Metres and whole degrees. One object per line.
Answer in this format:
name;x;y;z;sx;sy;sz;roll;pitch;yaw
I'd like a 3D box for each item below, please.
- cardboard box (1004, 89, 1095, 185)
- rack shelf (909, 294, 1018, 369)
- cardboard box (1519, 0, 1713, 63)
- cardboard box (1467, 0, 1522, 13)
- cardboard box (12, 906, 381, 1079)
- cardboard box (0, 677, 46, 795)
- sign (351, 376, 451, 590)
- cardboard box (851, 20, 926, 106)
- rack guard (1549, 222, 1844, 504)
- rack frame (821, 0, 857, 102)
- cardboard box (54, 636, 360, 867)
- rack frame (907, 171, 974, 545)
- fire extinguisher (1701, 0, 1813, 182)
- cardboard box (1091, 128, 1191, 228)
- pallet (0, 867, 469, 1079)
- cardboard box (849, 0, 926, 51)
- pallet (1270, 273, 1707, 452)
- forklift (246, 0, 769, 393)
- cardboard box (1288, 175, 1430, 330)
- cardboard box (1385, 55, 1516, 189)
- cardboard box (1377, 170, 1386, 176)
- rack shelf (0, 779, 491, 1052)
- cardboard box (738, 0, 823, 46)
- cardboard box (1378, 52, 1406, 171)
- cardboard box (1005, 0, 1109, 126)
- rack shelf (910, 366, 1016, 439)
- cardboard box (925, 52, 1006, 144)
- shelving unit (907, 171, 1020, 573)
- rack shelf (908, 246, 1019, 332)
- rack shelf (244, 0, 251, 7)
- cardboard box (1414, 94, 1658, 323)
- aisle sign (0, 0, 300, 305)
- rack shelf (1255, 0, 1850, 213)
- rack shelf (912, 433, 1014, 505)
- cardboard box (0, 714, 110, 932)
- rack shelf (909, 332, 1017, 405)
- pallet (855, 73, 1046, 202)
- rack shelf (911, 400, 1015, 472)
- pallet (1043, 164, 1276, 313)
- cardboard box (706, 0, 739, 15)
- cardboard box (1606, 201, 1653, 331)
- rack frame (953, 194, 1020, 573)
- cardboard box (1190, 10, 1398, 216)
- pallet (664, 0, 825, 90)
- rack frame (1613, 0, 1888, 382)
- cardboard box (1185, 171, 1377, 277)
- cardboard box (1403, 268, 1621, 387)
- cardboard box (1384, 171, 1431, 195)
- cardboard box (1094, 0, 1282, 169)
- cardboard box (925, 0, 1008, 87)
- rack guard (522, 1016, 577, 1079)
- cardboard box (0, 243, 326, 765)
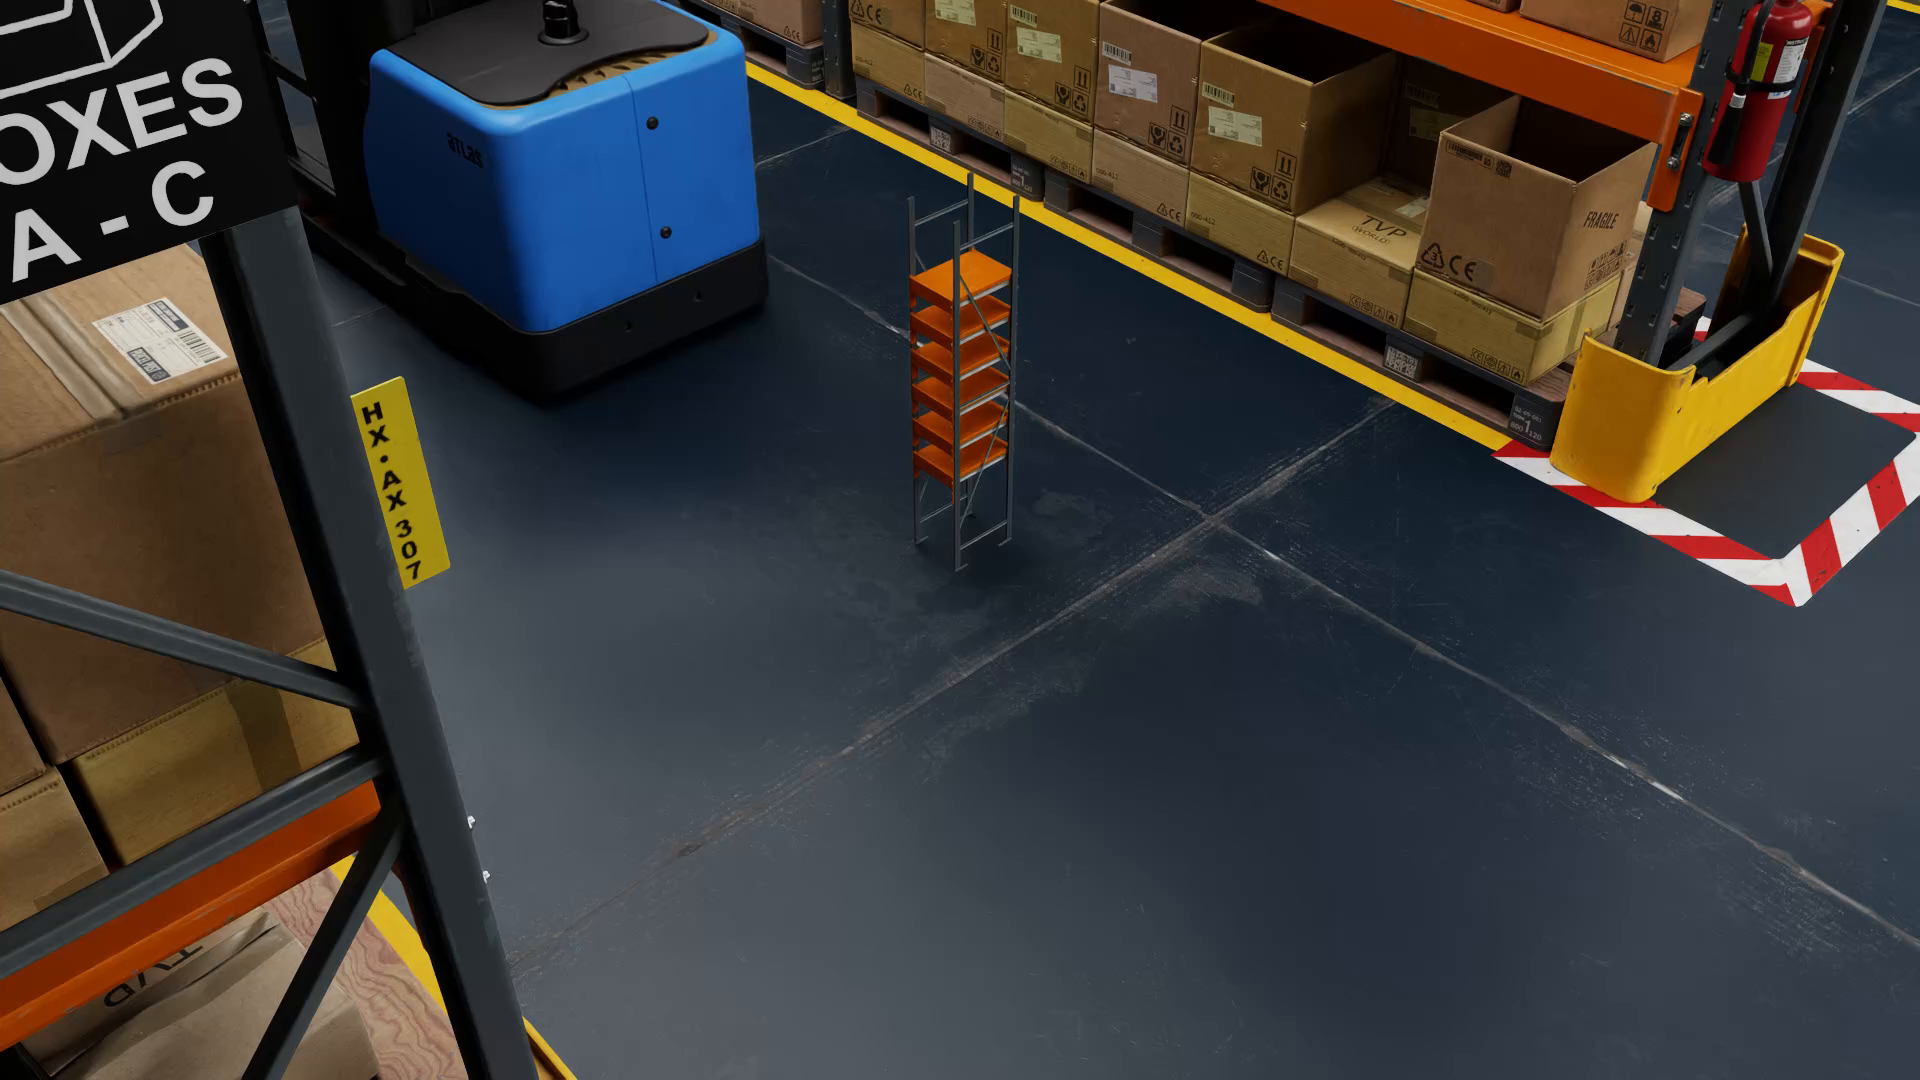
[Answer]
cardboard box;0.533;-1.741;6.873;0.500;0.250;0.500;-30;48;-32
rack shelf;0.010;-0.612;4.742;0.258;0.103;0.180;-30;48;-32
cardboard box;2.172;-1.867;5.095;0.700;0.500;0.500;-30;48;-32
cardboard box;1.814;-2.108;5.393;0.700;0.500;0.500;-29;47;-31
cardboard box;-1.569;1.016;3.394;0.500;0.311;0.500;29;47;31
cardboard box;-1.643;0.131;2.207;0.500;0.500;0.500;-31;48;-32
sign;-0.768;-0.067;2.257;0.100;0.325;0.005;-30;48;-32
cardboard box;-0.136;-2.208;7.451;0.500;0.250;0.500;-30;48;-32
rack guard;2.495;-0.623;5.624;1.175;0.500;0.348;-30;48;-32
rack frame;-0.227;-3.458;7.144;1.000;3.000;0.127;-30;48;-32
cardboard box;-1.264;0.190;2.731;0.500;0.250;0.500;-31;48;-33
rack frame;-0.052;-0.502;4.917;0.240;1.200;0.006;-30;48;-32
fire extinguisher;2.217;-1.325;4.564;0.296;0.674;0.183;-30;48;-32
cardboard box;0.875;-1.512;6.589;0.500;0.250;0.500;-30;48;-32
pallet;-1.742;1.159;3.647;1.003;0.211;1.213;-30;48;-32
cardboard box;-0.144;-2.496;7.210;0.500;0.500;0.500;-30;48;-32
pallet;1.931;-0.858;6.144;1.003;0.211;1.213;-30;48;-32
forklift;-2.102;-2.480;5.988;1.130;2.935;3.031;-31;48;-32
cardboard box;1.551;-1.049;6.016;0.500;0.250;0.500;-30;48;-32
cardboard box;1.940;-1.566;6.058;0.500;0.500;0.500;-30;48;-32
cardboard box;1.601;-1.505;6.580;0.500;0.250;0.500;-30;48;-32
rack shelf;-2.520;-0.146;3.616;1.077;0.370;4.000;-30;48;-32
cardboard box;-0.721;-2.620;7.961;0.500;0.250;0.500;-30;48;-32
cardboard box;1.593;-1.791;6.338;0.500;0.500;0.500;-30;48;-32
cardboard box;0.533;-2.033;6.637;0.500;0.500;0.500;-30;48;-32
rack shelf;0.010;-0.426;4.893;0.258;0.103;0.180;-30;48;-32
cardboard box;0.198;-1.975;7.162;0.500;0.250;0.500;-30;48;-32
shelving unit;0.010;-0.460;4.865;0.258;1.200;0.189;-30;48;-32
rack shelf;0.010;-0.706;4.666;0.258;0.103;0.180;-30;48;-32
rack shelf;-2.520;-1.313;2.673;1.077;0.370;4.000;-30;48;-32
cardboard box;1.897;-1.114;5.499;0.500;0.500;0.500;-30;48;-32
aisle sign;-0.898;-0.606;1.543;0.394;0.787;0.004;-30;48;-32
rack shelf;1.126;-2.253;6.224;1.077;0.370;4.000;-30;48;-32
rack shelf;0.010;-0.239;5.043;0.258;0.103;0.180;-30;48;-32
cardboard box;-1.626;0.417;2.450;0.500;0.250;0.500;-29;47;-31
rack shelf;0.010;-0.519;4.817;0.258;0.103;0.180;-30;48;-32
pallet;0.280;-1.987;7.543;1.003;0.211;1.213;-30;48;-32
rack shelf;0.010;-0.332;4.968;0.258;0.103;0.180;-30;48;-32
pallet;1.110;-1.423;6.843;1.003;0.211;1.213;-30;48;-32
cardboard box;-1.061;-2.855;8.252;0.500;0.250;0.500;-31;48;-32
cardboard box;2.280;-1.043;6.009;0.500;0.250;0.500;-30;48;-32
rack frame;0.072;-0.418;4.812;0.240;1.200;0.006;-30;48;-32
cardboard box;1.210;-1.571;6.065;0.500;0.500;0.500;-30;48;-32
pallet;-0.754;-2.698;8.422;1.003;0.211;1.213;-30;48;-32
rack frame;2.479;-1.607;4.852;1.000;3.000;0.127;-30;48;-32
cardboard box;1.212;-1.280;6.302;0.500;0.250;0.500;-30;48;-32
cardboard box;1.898;-0.823;5.736;0.500;0.250;0.500;-30;48;-32
cardboard box;1.939;-1.273;6.293;0.500;0.250;0.500;-30;48;-32
cardboard box;0.873;-1.802;6.352;0.500;0.500;0.500;-30;48;-32
cardboard box;0.200;-2.268;6.928;0.500;0.500;0.500;-30;48;-32
rack guard;-1.219;1.437;3.073;1.175;0.500;0.348;-30;48;-32
cardboard box;-1.269;-0.090;2.481;0.500;0.500;0.500;-30;48;-32
